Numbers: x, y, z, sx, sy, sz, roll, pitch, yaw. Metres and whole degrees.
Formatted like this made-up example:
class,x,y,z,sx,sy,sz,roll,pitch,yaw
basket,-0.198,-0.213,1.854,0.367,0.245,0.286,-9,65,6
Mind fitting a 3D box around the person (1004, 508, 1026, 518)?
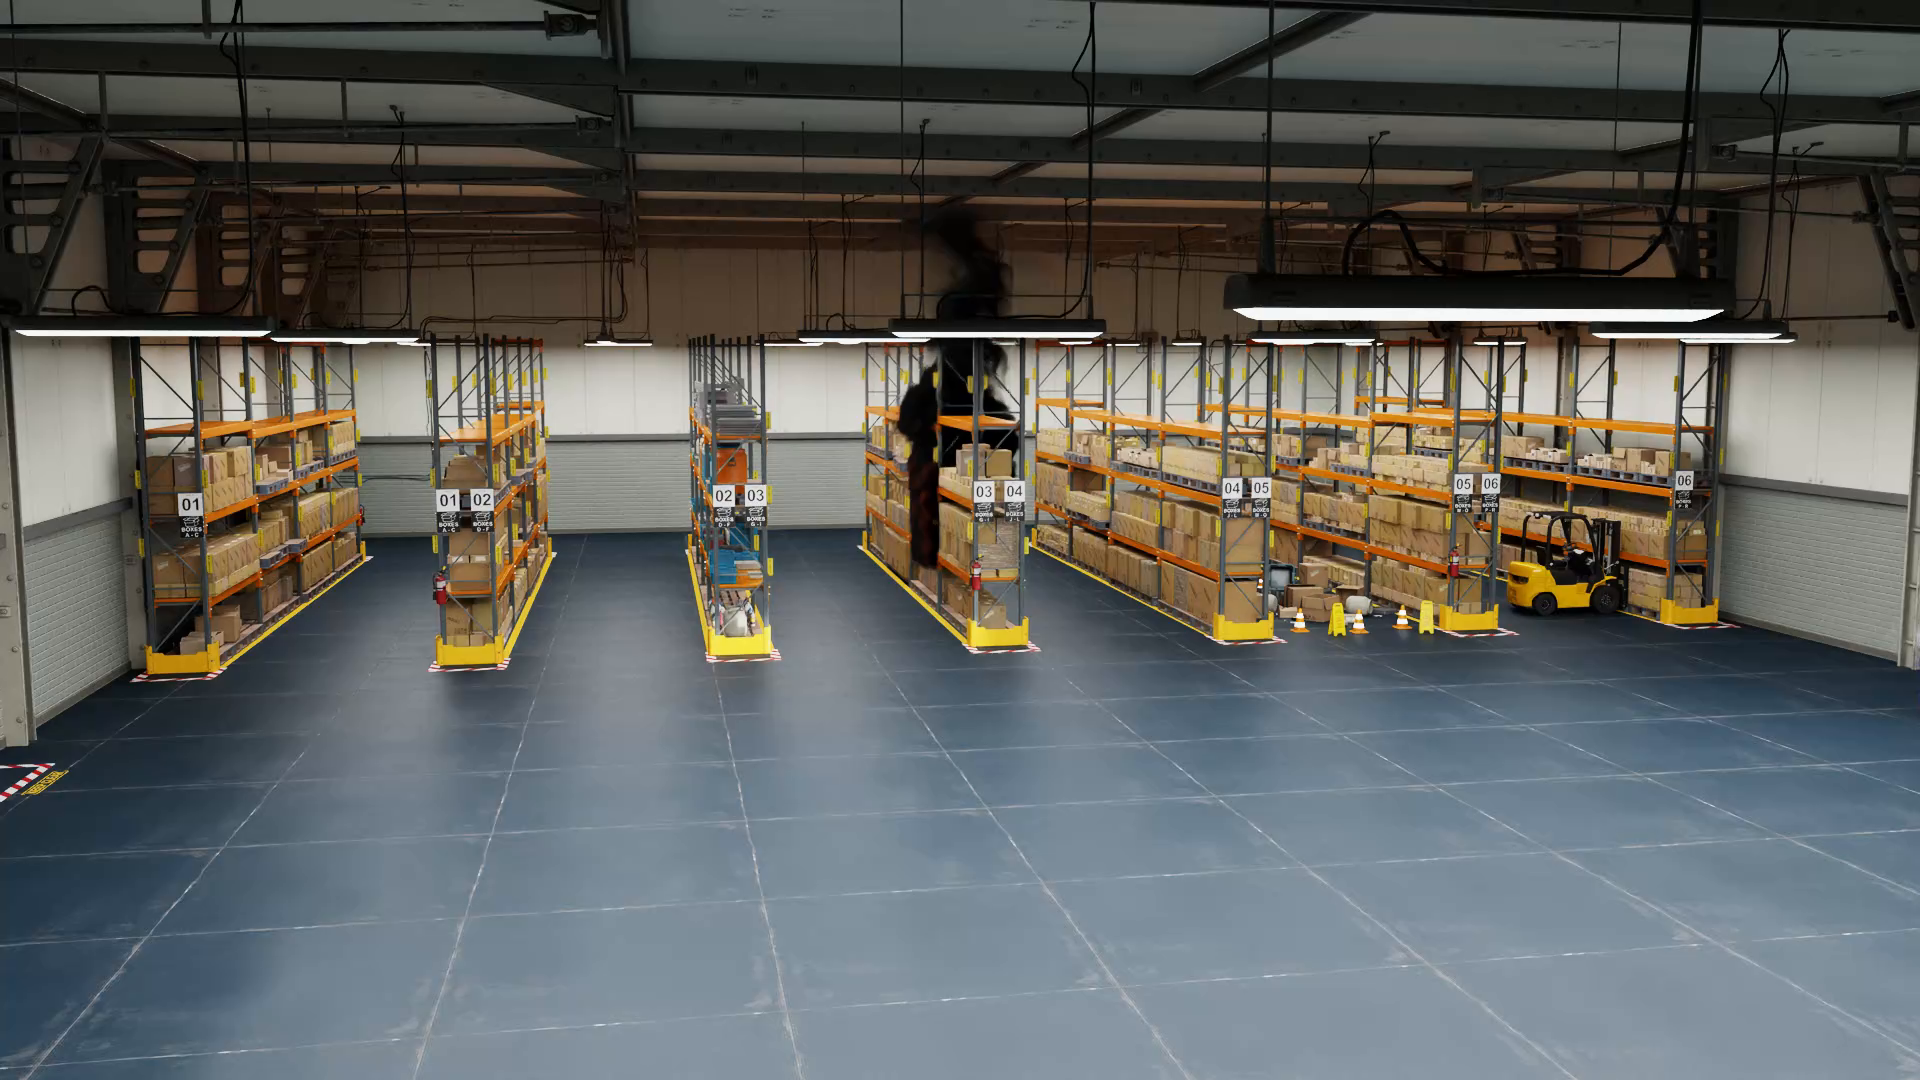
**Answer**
class,x,y,z,sx,sy,sz,roll,pitch,yaw
person,1.470,-0.366,45.506,0.671,1.780,0.821,0,7,-4
